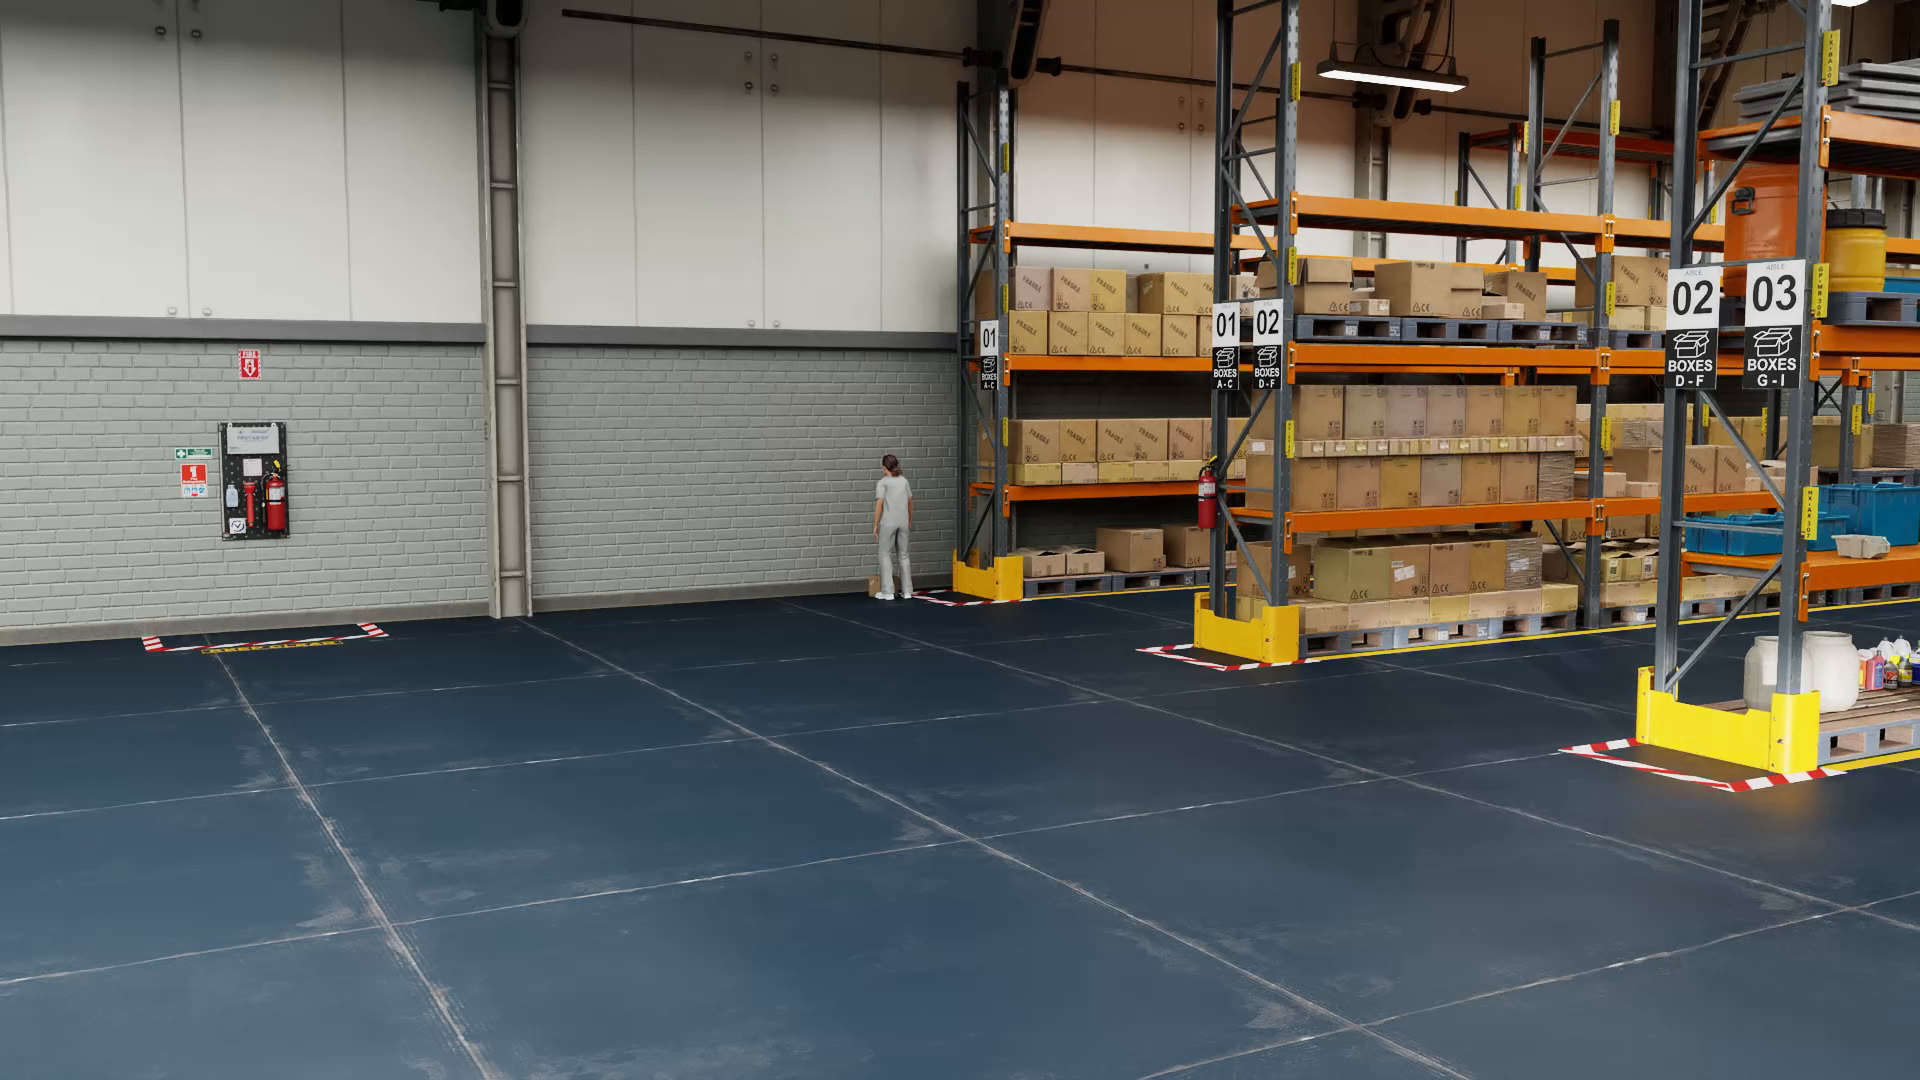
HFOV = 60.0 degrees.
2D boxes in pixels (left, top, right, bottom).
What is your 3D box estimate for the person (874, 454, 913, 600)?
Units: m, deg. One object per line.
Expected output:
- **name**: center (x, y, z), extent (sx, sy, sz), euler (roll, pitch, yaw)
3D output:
- **person**: center (-0.767, -0.154, 19.187), extent (0.490, 1.673, 0.354), euler (-3, 6, -29)
